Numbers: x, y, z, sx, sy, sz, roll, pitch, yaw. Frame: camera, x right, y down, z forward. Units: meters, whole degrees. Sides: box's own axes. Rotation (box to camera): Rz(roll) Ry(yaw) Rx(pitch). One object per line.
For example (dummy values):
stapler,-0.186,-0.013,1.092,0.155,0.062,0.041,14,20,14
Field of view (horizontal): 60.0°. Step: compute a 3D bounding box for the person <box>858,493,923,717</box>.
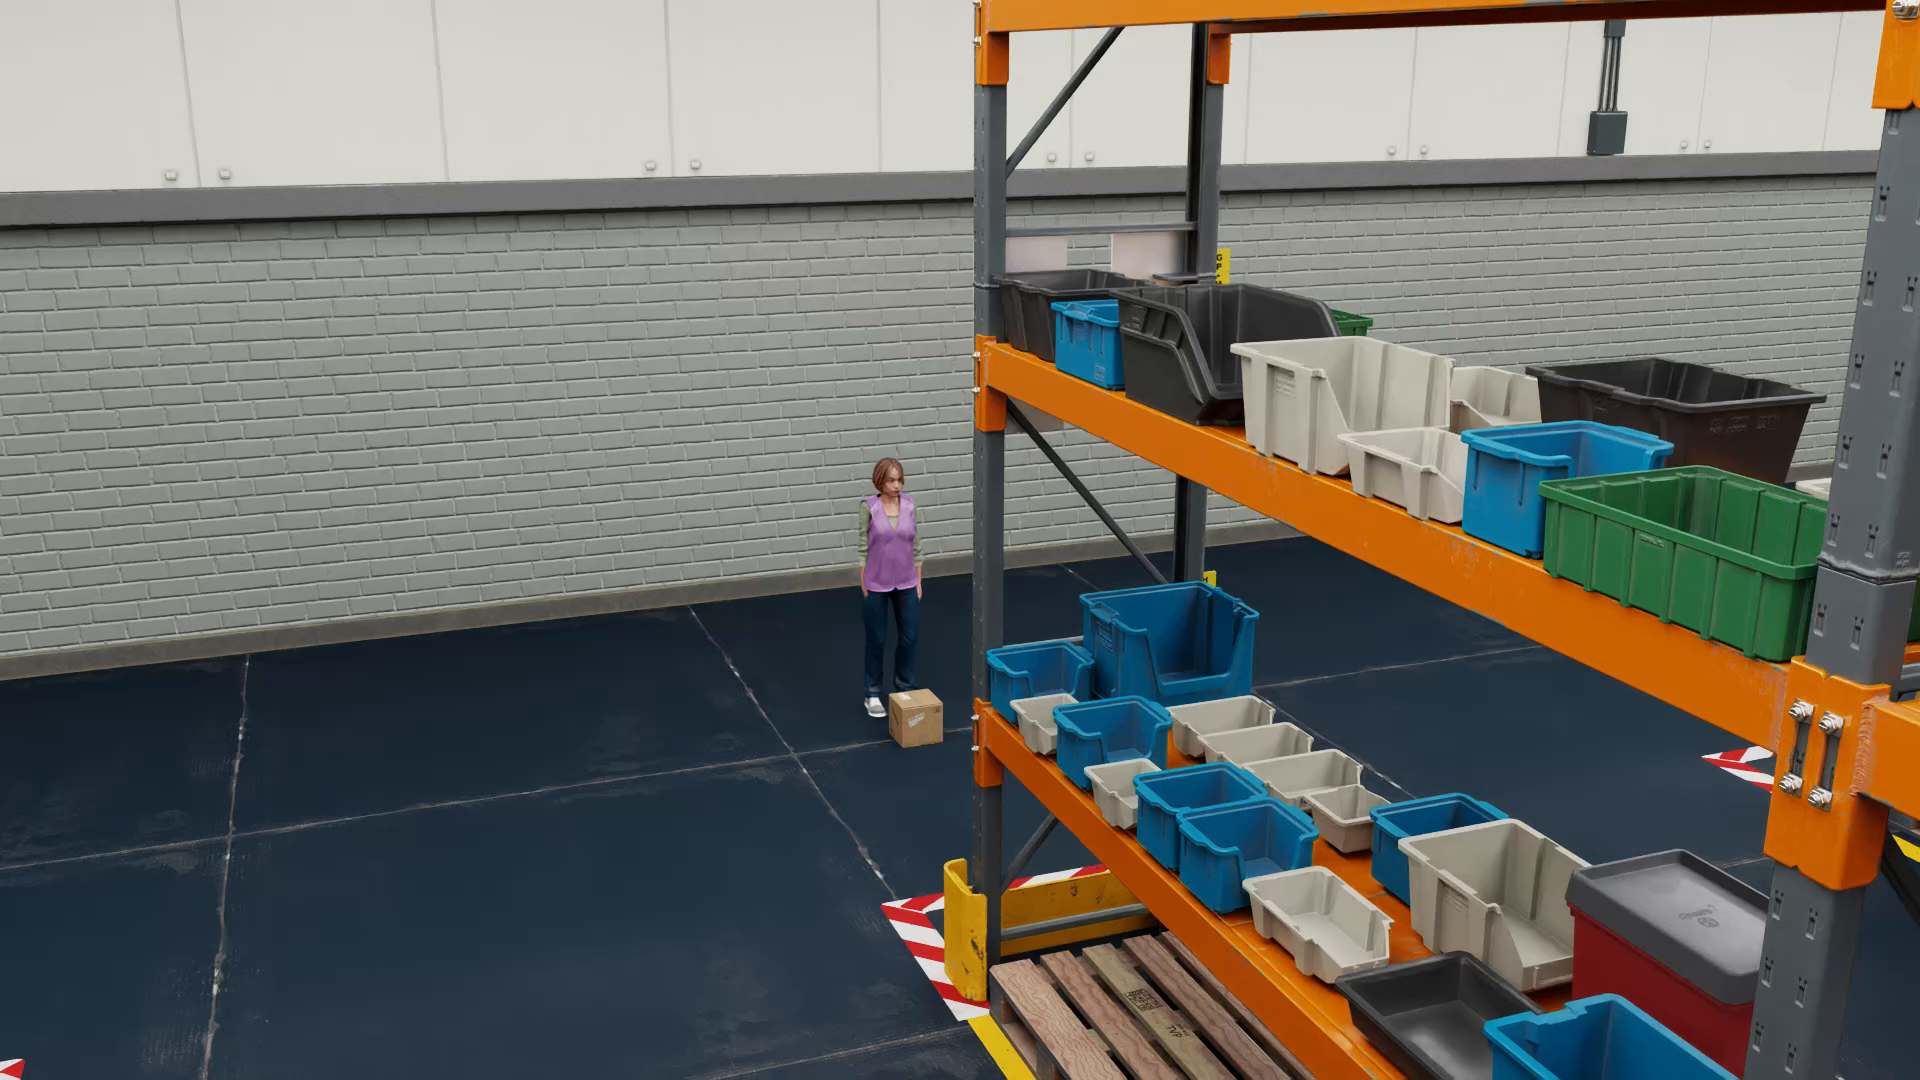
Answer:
person,-4.467,0.360,6.859,10.133,3.196,3.384,-6,17,-19
